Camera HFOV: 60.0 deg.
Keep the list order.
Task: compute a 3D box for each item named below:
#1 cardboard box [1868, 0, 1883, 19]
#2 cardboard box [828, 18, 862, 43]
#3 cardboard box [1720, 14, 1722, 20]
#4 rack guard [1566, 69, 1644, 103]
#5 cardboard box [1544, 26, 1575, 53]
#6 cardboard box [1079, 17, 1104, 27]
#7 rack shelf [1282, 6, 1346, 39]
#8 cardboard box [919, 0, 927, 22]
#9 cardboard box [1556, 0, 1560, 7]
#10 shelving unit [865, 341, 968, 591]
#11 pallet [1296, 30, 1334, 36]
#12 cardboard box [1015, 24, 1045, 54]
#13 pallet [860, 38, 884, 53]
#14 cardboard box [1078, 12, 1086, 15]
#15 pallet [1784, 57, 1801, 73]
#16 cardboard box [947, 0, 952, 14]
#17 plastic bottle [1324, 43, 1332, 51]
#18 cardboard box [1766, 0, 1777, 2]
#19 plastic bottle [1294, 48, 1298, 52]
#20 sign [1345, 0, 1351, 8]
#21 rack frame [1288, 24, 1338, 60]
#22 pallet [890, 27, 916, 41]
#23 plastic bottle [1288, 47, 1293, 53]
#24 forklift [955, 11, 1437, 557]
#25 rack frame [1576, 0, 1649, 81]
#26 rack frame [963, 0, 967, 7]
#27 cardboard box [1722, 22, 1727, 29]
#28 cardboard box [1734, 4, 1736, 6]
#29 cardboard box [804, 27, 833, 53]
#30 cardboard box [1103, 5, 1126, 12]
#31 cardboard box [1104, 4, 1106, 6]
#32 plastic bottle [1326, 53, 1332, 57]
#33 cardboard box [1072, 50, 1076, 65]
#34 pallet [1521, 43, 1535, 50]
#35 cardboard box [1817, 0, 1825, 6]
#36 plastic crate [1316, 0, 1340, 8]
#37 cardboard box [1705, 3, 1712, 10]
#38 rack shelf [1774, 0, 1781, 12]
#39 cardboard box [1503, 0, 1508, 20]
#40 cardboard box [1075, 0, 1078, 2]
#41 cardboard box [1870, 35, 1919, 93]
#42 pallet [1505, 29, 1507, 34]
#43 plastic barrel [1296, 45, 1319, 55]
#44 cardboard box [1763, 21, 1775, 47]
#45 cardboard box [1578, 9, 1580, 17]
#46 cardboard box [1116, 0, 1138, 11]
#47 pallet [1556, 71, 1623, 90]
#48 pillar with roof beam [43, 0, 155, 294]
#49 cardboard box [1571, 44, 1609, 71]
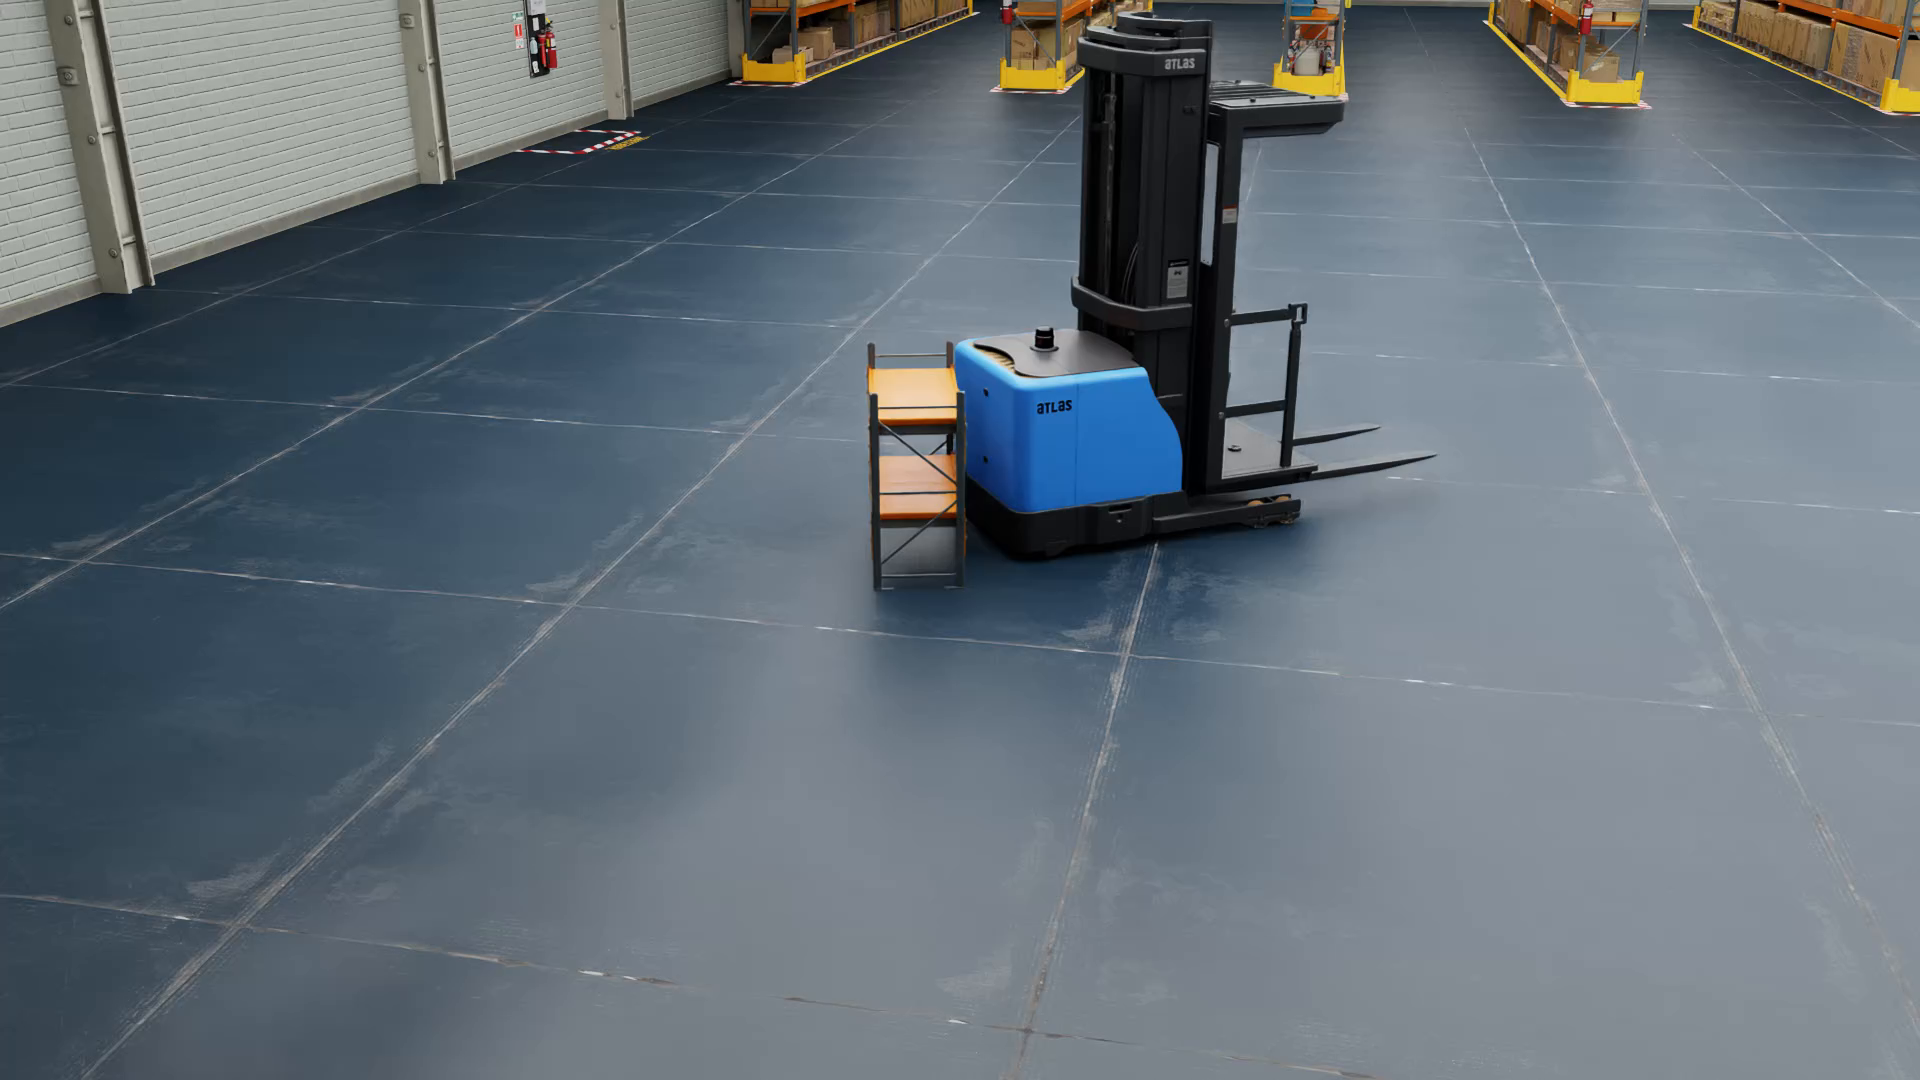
[{"bbox_3d":[16.287,-9.297,28.723,0.875,0.550,0.500,4,22,11],"label":"cardboard box"},{"bbox_3d":[-2.516,-11.012,35.938,0.700,0.500,0.500,4,22,10],"label":"cardboard box"},{"bbox_3d":[18.396,-12.507,39.748,0.380,0.149,0.250,3,22,8],"label":"cardboard box"},{"bbox_3d":[11.040,-7.777,28.494,1.175,0.500,0.348,4,22,11],"label":"rack guard"},{"bbox_3d":[12.330,-10.221,33.973,0.700,0.500,0.500,6,23,15],"label":"cardboard box"},{"bbox_3d":[2.784,-11.002,35.524,0.500,0.311,0.500,5,22,12],"label":"cardboard box"},{"bbox_3d":[6.584,-9.684,30.846,1.077,0.370,4.000,4,22,11],"label":"rack shelf"},{"bbox_3d":[-1.258,-13.055,40.569,0.750,0.750,0.750,5,23,13],"label":"cardboard box"},{"bbox_3d":[11.439,-10.109,31.275,0.380,0.149,0.250,4,22,11],"label":"cardboard box"},{"bbox_3d":[-0.257,-0.441,9.444,0.538,1.125,1.048,-1,22,-3],"label":"shelving unit"},{"bbox_3d":[8.180,-11.655,38.510,1.003,0.211,1.213,4,22,11],"label":"pallet"},{"bbox_3d":[1.335,-9.518,31.586,0.500,0.500,0.500,4,22,11],"label":"cardboard box"},{"bbox_3d":[-2.302,-10.943,36.743,1.003,0.211,1.213,4,22,11],"label":"pallet"},{"bbox_3d":[2.566,-11.601,37.012,0.500,0.311,0.500,5,23,13],"label":"cardboard box"},{"bbox_3d":[17.006,-9.398,32.907,1.003,0.211,1.213,4,22,11],"label":"pallet"},{"bbox_3d":[-0.608,-14.102,43.637,0.700,0.500,0.500,5,22,12],"label":"cardboard box"},{"bbox_3d":[7.143,-9.467,32.301,0.144,0.351,0.185,4,22,9],"label":"plastic bottle"},{"bbox_3d":[18.404,-11.974,37.349,0.500,0.250,0.500,4,22,9],"label":"cardboard box"},{"bbox_3d":[6.510,-9.362,32.147,0.097,0.271,0.097,0,22,0],"label":"plastic bottle"},{"bbox_3d":[6.714,-9.371,28.736,0.100,0.325,0.005,4,22,11],"label":"sign"},{"bbox_3d":[6.992,-10.749,32.528,1.000,3.000,0.127,4,22,11],"label":"rack frame"},{"bbox_3d":[-1.656,-11.956,39.258,1.003,0.211,1.213,4,22,11],"label":"pallet"},{"bbox_3d":[6.258,-9.168,31.560,0.144,0.351,0.185,5,23,13],"label":"plastic bottle"},{"bbox_3d":[1.523,-1.602,9.908,3.031,2.935,1.130,-9,23,-20],"label":"forklift"},{"bbox_3d":[11.025,-8.909,27.958,1.000,3.000,0.127,4,22,11],"label":"rack frame"},{"bbox_3d":[-0.258,-15.893,45.300,1.000,3.000,0.127,4,22,11],"label":"rack frame"},{"bbox_3d":[18.180,-12.114,39.172,0.380,0.149,0.250,4,22,9],"label":"cardboard box"},{"bbox_3d":[19.114,-12.999,40.572,0.380,0.149,0.250,4,22,9],"label":"cardboard box"},{"bbox_3d":[-2.879,-10.166,33.838,0.500,0.500,0.500,3,22,7],"label":"cardboard box"},{"bbox_3d":[3.643,-12.346,39.251,0.500,0.500,0.500,4,22,9],"label":"cardboard box"},{"bbox_3d":[3.232,-12.562,39.787,0.500,0.500,0.500,5,22,12],"label":"cardboard box"},{"bbox_3d":[6.941,-9.026,31.313,0.097,0.271,0.097,0,22,0],"label":"plastic bottle"},{"bbox_3d":[1.962,-9.312,32.079,0.500,0.250,0.500,4,22,11],"label":"cardboard box"},{"bbox_3d":[12.892,-10.824,36.446,1.003,0.211,1.213,4,22,11],"label":"pallet"},{"bbox_3d":[16.624,-10.399,31.525,0.500,0.500,0.500,4,22,10],"label":"cardboard box"},{"bbox_3d":[6.909,-10.014,31.055,0.530,0.136,0.437,4,22,11],"label":"plastic crate"},{"bbox_3d":[18.570,-13.135,40.911,0.380,0.149,0.250,4,22,11],"label":"cardboard box"},{"bbox_3d":[17.900,-11.817,36.143,1.077,0.370,4.000,4,22,11],"label":"rack shelf"},{"bbox_3d":[14.052,-13.396,41.383,0.875,0.875,0.875,4,22,11],"label":"cardboard box"},{"bbox_3d":[1.958,-10.818,32.566,0.700,0.500,0.500,4,22,10],"label":"cardboard box"},{"bbox_3d":[15.933,-7.956,27.875,0.875,0.875,0.875,5,22,11],"label":"cardboard box"},{"bbox_3d":[13.705,-12.276,40.052,1.003,0.211,1.213,4,22,11],"label":"pallet"},{"bbox_3d":[6.338,-8.757,30.349,0.421,0.512,0.421,0,22,0],"label":"plastic barrel"},{"bbox_3d":[17.370,-10.715,35.228,0.500,0.500,0.500,4,22,11],"label":"cardboard box"},{"bbox_3d":[10.999,-9.189,28.991,0.380,0.149,0.250,4,22,11],"label":"cardboard box"},{"bbox_3d":[4.154,-13.787,42.825,0.797,0.503,0.637,4,22,11],"label":"cardboard box"},{"bbox_3d":[11.492,-8.382,30.384,1.003,0.211,1.213,4,22,11],"label":"pallet"},{"bbox_3d":[-3.685,-6.235,13.289,9.100,9.000,0.400,4,22,11],"label":"pillar with roof beam"},{"bbox_3d":[11.561,-8.820,30.523,0.500,0.500,0.500,2,22,6],"label":"cardboard box"}]
